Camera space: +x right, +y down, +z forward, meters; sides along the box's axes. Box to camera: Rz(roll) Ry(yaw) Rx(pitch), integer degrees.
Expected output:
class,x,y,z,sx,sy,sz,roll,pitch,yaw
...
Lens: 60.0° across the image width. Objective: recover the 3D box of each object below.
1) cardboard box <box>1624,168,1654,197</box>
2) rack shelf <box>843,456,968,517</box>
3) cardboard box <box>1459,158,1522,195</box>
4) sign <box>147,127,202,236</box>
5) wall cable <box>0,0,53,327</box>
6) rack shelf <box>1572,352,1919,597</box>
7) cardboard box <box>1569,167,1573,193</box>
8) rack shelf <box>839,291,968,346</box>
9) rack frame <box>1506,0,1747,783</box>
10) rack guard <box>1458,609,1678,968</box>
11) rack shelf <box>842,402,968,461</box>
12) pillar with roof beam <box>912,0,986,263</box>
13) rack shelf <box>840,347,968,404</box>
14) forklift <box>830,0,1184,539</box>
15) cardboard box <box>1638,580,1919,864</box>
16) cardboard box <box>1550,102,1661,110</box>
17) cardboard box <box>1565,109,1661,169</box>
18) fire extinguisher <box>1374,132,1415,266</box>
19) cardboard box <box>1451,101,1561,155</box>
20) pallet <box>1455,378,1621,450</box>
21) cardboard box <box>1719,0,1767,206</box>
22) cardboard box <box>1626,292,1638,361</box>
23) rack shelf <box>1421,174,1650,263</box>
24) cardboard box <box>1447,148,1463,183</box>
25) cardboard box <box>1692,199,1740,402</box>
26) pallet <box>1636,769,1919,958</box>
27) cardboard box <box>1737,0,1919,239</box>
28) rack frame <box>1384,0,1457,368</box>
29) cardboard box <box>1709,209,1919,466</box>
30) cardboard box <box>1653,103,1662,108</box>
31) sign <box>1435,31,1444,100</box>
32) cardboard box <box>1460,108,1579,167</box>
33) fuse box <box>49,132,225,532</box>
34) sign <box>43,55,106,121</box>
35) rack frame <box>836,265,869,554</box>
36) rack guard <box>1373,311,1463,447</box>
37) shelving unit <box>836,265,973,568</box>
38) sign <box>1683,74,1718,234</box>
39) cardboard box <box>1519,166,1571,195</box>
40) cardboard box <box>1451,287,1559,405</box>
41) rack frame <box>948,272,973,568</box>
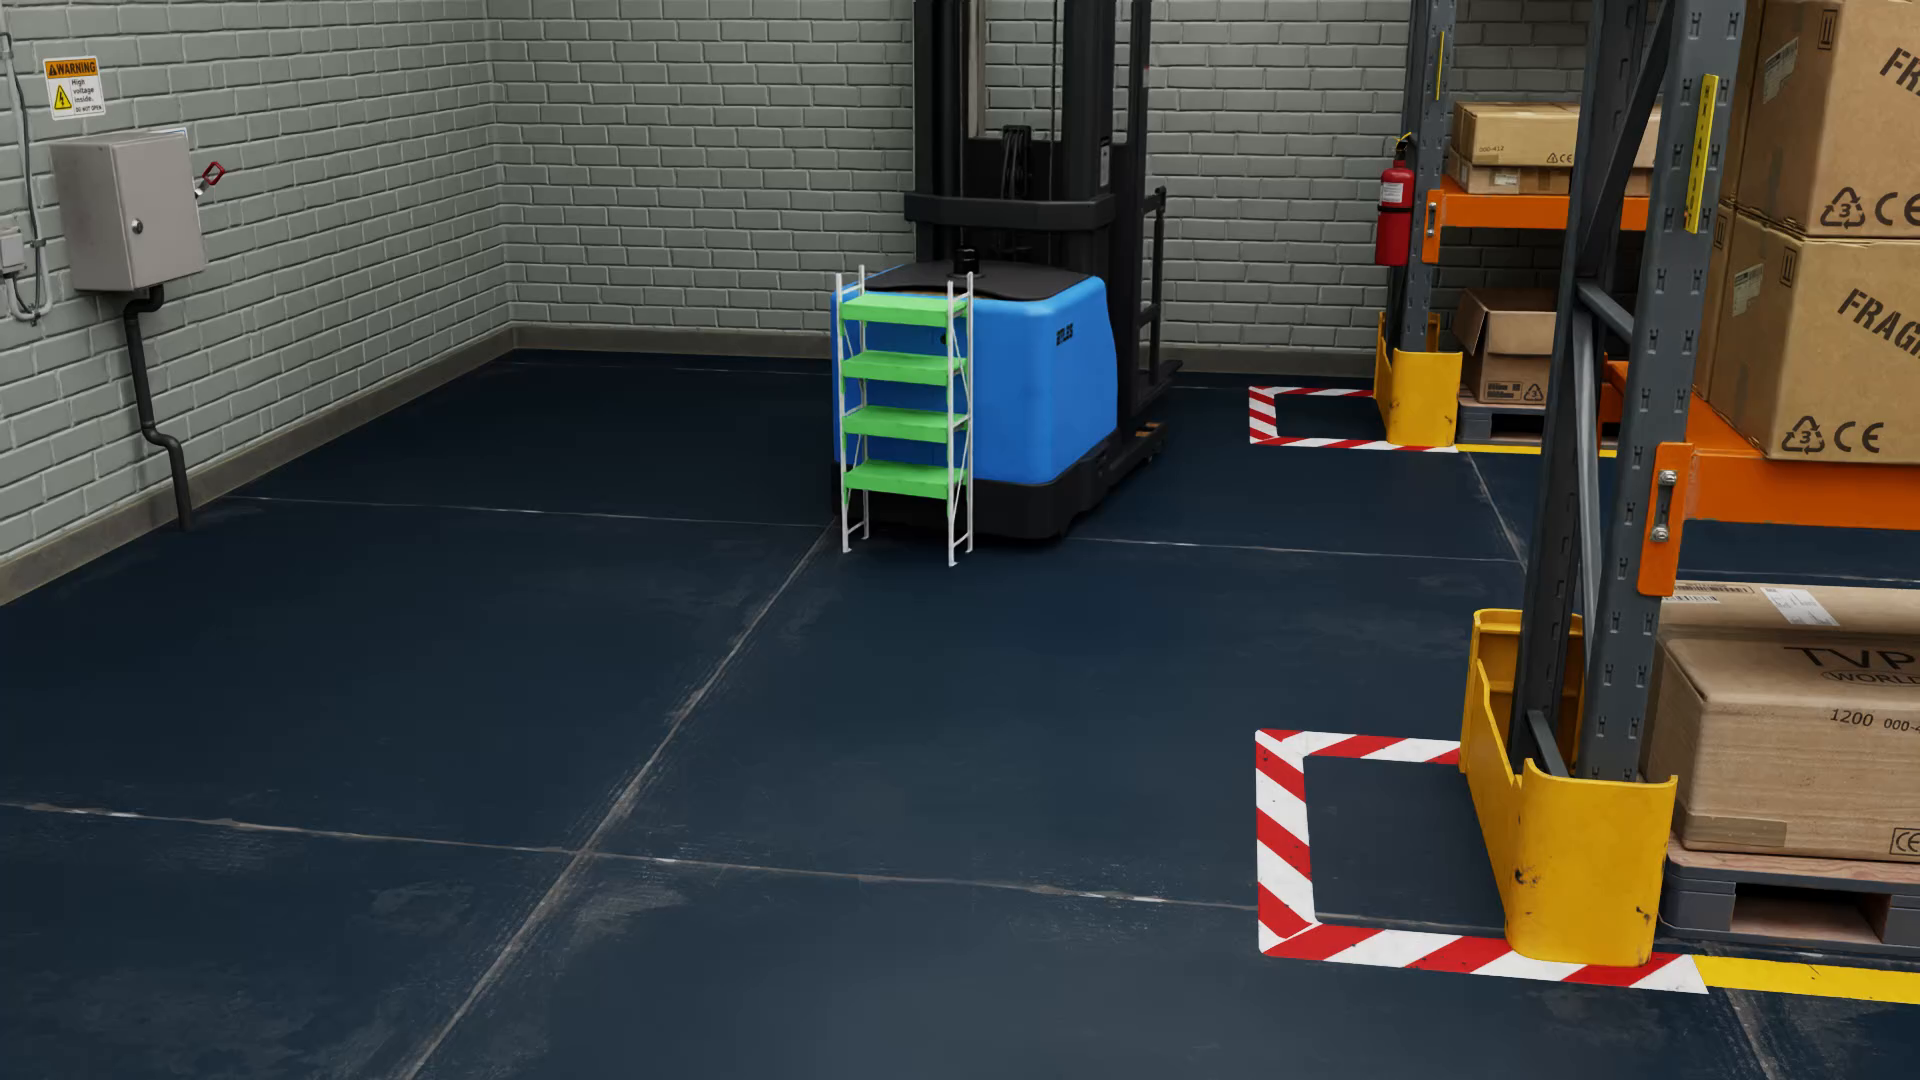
class,x,y,z,sx,sy,sz,roll,pitch,yaw
cardboard box,3.499,-1.849,8.497,0.250,0.149,0.380,4,19,10
rack shelf,-0.224,-0.230,7.054,0.480,0.148,0.258,7,20,20
cardboard box,2.736,-1.881,8.594,0.250,0.149,0.380,3,19,8
sign,-3.549,-1.595,7.492,0.001,0.494,0.329,3,19,9
wall cable,-3.687,-1.751,6.207,0.122,1.984,0.588,3,19,9
rack shelf,3.646,-0.106,4.026,4.000,0.370,1.077,3,19,9
cardboard box,3.259,-1.881,8.592,0.250,0.149,0.380,3,19,8
rack shelf,-0.225,-0.911,6.822,0.480,0.148,0.258,7,20,20
rack frame,1.671,-0.548,4.212,0.127,3.000,1.000,3,19,9
rack guard,1.647,0.637,4.613,0.348,0.500,1.175,3,19,9
rack shelf,-0.224,-0.457,6.976,0.480,0.148,0.258,7,20,20
pillar with roof beam,-0.747,-4.017,5.127,0.400,9.000,9.100,3,19,9
rack shelf,-0.225,-0.684,6.899,0.480,0.148,0.258,7,20,20
forklift,0.437,-1.823,8.131,1.130,2.935,3.031,7,20,20
cardboard box,2.339,0.470,4.547,0.875,0.438,0.875,2,19,7
cardboard box,3.460,-2.206,8.938,0.500,0.250,0.500,3,19,9
cardboard box,3.358,-2.040,8.441,0.500,0.250,0.500,3,19,9
fire extinguisher,2.236,-1.752,8.521,0.183,0.674,0.296,3,19,9
cardboard box,2.951,-2.233,9.016,0.500,0.250,0.500,3,19,10
pallet,3.317,-0.737,9.172,1.213,0.211,1.003,3,19,9
cardboard box,2.185,-1.119,4.188,0.500,0.500,0.500,4,19,10
cardboard box,3.881,-1.001,8.845,0.500,0.500,0.700,4,19,11
rack shelf,4.429,-1.661,8.674,4.000,0.370,1.077,3,19,9
cardboard box,2.824,-2.051,9.102,0.250,0.149,0.380,3,19,8
cardboard box,2.189,-0.654,4.372,0.500,0.500,0.500,3,19,9
pallet,2.473,0.791,4.608,1.213,0.211,1.003,3,19,9
cardboard box,2.100,-0.956,3.699,0.500,0.500,0.500,3,19,7
rack frame,2.455,-2.103,8.860,0.127,3.000,1.000,3,19,9
cardboard box,2.099,-0.481,3.855,0.500,0.500,0.500,3,19,8
cardboard box,3.948,-2.180,8.859,0.500,0.250,0.500,4,19,10
sign,2.369,-2.343,8.215,0.005,0.325,0.100,3,19,9
cardboard box,2.860,-2.066,8.517,0.500,0.250,0.500,3,19,9
fuse box,-3.423,-0.864,7.188,0.414,1.711,0.539,3,19,9
sign,-3.636,-1.860,6.832,0.001,0.242,0.339,3,19,9
rack frame,-0.452,-0.546,7.041,0.015,1.200,0.240,7,20,20
rack guard,2.530,-0.914,9.246,0.348,0.500,1.175,3,19,9
shelving unit,-0.225,-0.517,6.956,0.503,1.200,0.258,7,20,20
sign,1.577,-0.822,3.544,0.005,0.325,0.100,3,19,9
cardboard box,2.994,-1.883,8.599,0.250,0.149,0.380,3,19,10
cardboard box,3.044,-1.058,9.009,0.637,0.503,0.797,2,19,6
rack frame,0.002,-0.489,6.871,0.015,1.200,0.240,7,20,20
